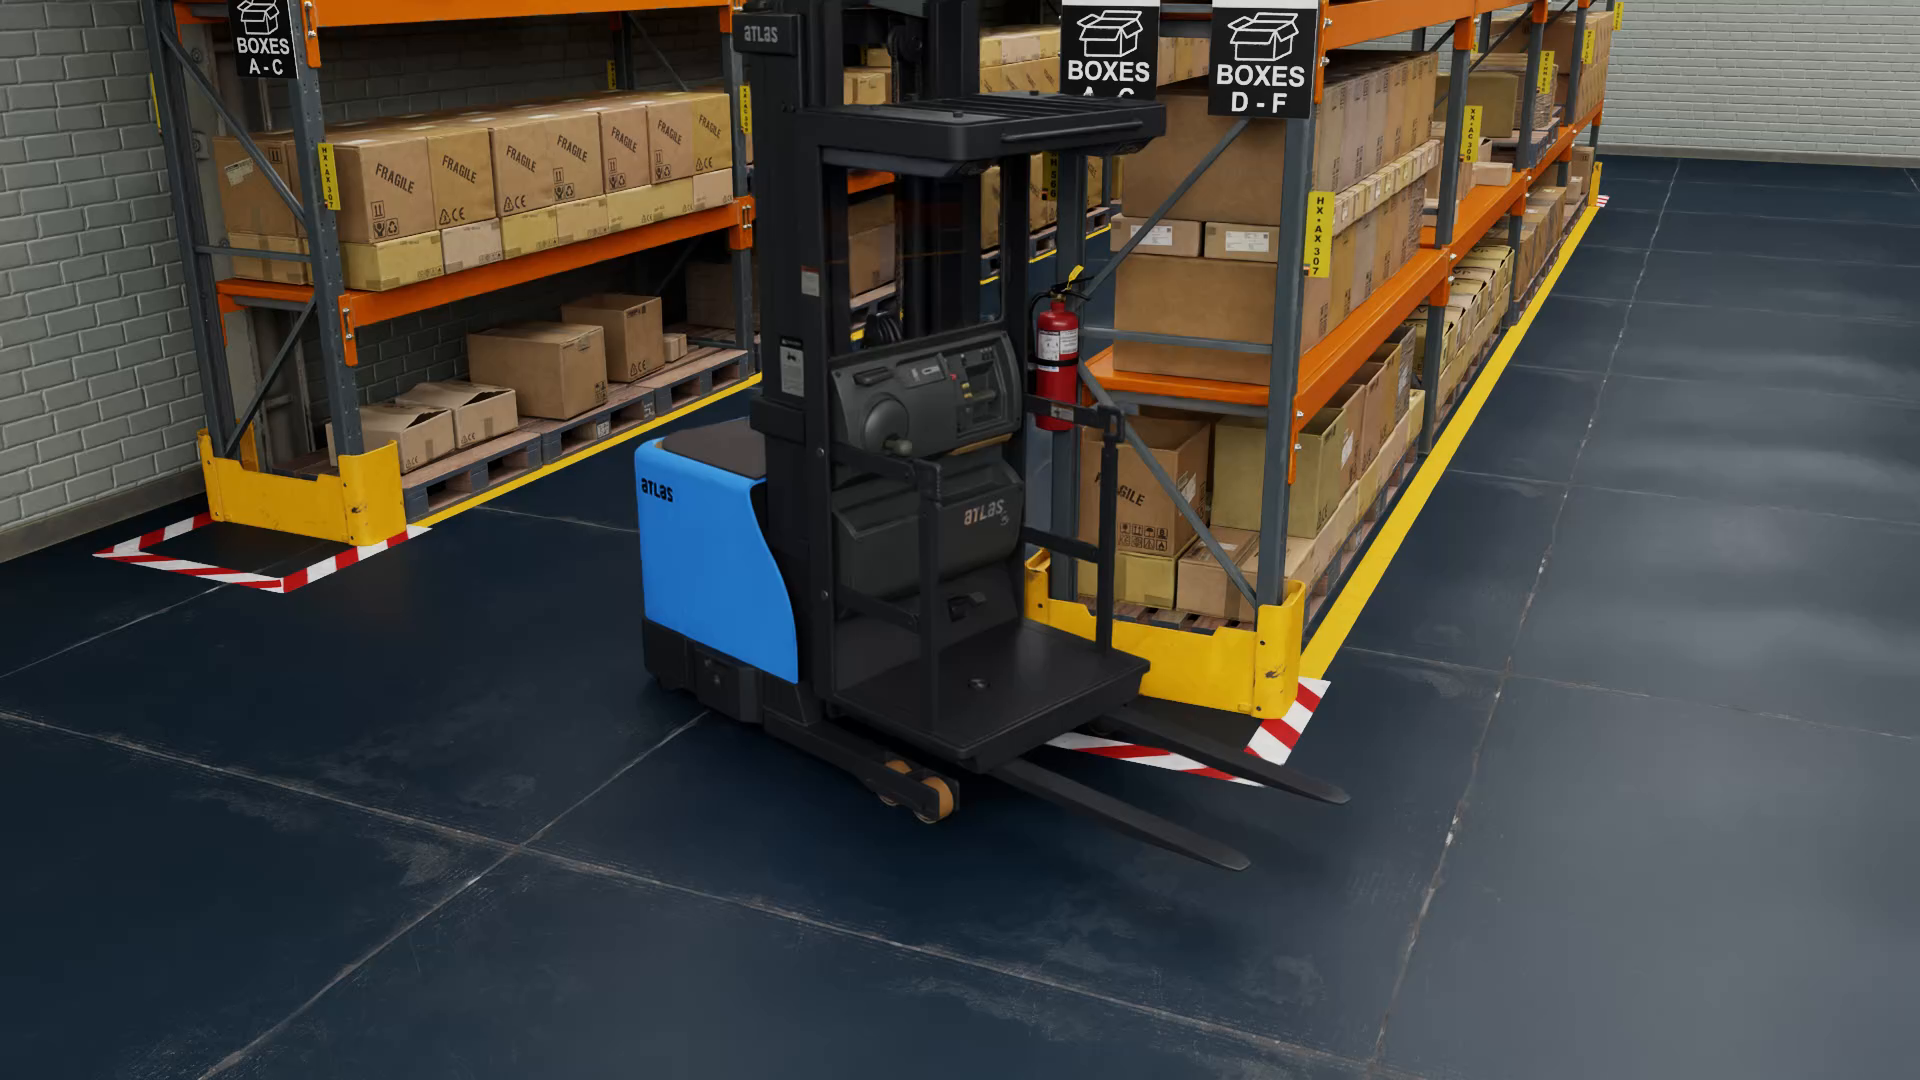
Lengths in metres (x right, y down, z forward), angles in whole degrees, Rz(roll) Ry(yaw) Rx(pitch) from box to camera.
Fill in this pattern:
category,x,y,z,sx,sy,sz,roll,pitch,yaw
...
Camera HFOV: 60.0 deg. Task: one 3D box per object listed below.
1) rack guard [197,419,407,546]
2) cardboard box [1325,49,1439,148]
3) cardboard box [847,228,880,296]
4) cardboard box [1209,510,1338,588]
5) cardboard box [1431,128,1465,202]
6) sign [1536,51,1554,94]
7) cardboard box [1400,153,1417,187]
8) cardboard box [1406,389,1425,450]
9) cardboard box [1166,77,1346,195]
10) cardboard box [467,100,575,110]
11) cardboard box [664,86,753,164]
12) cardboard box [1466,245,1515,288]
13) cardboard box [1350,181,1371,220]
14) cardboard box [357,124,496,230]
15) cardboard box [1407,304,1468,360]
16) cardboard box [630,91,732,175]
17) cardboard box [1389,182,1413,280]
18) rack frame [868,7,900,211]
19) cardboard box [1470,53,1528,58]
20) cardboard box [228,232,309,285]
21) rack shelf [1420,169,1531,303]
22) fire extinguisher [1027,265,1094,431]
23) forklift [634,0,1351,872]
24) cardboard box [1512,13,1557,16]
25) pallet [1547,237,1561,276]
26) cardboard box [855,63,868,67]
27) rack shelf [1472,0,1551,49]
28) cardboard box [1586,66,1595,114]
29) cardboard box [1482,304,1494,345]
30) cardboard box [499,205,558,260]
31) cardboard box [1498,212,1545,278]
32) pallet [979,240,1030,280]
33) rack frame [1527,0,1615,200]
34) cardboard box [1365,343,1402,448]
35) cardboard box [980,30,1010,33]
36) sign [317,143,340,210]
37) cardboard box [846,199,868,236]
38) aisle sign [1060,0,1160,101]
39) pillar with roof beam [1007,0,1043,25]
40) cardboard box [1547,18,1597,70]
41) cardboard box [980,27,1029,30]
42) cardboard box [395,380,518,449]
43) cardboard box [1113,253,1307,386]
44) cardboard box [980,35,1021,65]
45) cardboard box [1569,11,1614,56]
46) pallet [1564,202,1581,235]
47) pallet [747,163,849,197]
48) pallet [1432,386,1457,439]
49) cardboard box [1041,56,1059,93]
category,x,y,z,sx,sy,sz,roll,pitch,yaw
rack guard,-3.618,-0.327,9.143,1.175,0.500,0.348,9,21,23
cardboard box,2.333,-2.548,9.571,0.700,0.500,0.500,9,21,23
cardboard box,-1.115,-2.432,14.406,0.700,0.500,0.500,8,21,22
cardboard box,1.495,0.008,7.948,0.500,0.250,0.500,9,21,23
cardboard box,3.259,-2.620,11.710,0.500,0.500,0.500,9,21,23
sign,4.655,-3.719,13.222,0.100,0.325,0.005,9,21,23
cardboard box,2.279,-2.030,9.083,0.380,0.149,0.250,9,21,23
cardboard box,2.519,-0.757,10.097,0.500,0.250,0.500,9,21,23
cardboard box,1.306,-1.780,7.413,0.700,0.500,0.500,8,21,21
cardboard box,-2.819,-2.572,10.800,0.500,0.500,0.500,9,22,24
cardboard box,-1.772,-3.110,12.431,0.700,0.500,0.500,9,21,23
cardboard box,4.157,-2.221,13.379,0.500,0.311,0.500,9,22,24
cardboard box,1.754,-1.640,7.987,0.380,0.149,0.250,8,21,22
cardboard box,-2.968,-2.028,9.270,0.500,0.500,0.500,9,21,23
cardboard box,3.116,-1.437,11.173,0.500,0.311,0.500,8,21,22
cardboard box,-1.923,-2.810,11.468,0.500,0.500,0.500,8,21,23
cardboard box,2.123,-1.775,9.333,0.700,0.500,0.500,8,21,22
rack frame,-0.374,-3.927,15.535,1.000,3.000,0.127,9,21,23
cardboard box,5.387,-4.602,16.658,0.700,0.500,0.500,2,20,4
cardboard box,-3.635,-1.590,9.157,0.500,0.250,0.500,9,21,23
rack shelf,3.328,-2.298,12.029,1.077,0.370,4.000,9,21,23
fire extinguisher,0.399,-0.794,6.841,0.296,0.674,0.183,9,21,23
forklift,0.041,-0.544,6.125,3.031,2.935,1.130,18,26,41
cardboard box,6.584,-5.800,19.160,0.500,0.500,0.500,9,21,23
pallet,5.487,-2.904,16.819,1.003,0.211,1.213,9,21,23
cardboard box,-0.557,-4.037,15.037,0.700,0.500,0.500,6,20,16
rack shelf,3.328,-3.712,11.526,1.077,0.370,4.000,9,21,23
cardboard box,6.656,-4.947,18.252,0.500,0.500,0.500,8,21,22
cardboard box,3.738,-1.645,12.596,0.500,0.250,0.500,9,22,24
cardboard box,-2.746,-1.842,9.865,0.500,0.250,0.500,8,21,22
cardboard box,5.014,-2.692,15.135,0.500,0.500,0.500,8,21,22
pallet,0.018,-2.844,16.651,1.003,0.211,1.213,9,21,23
rack frame,7.423,-5.694,20.504,1.000,3.000,0.127,9,21,23
cardboard box,2.102,-0.805,9.114,0.500,0.500,0.500,9,21,23
cardboard box,0.212,-5.122,17.151,0.500,0.250,0.500,8,21,21
sign,-3.154,-1.815,8.305,0.100,0.325,0.005,9,21,23
cardboard box,-1.117,-2.759,14.206,0.500,0.250,0.500,8,21,22
aisle sign,0.576,-2.048,6.372,0.394,0.787,0.004,9,21,23
pillar with roof beam,4.689,-7.719,17.243,9.100,9.000,0.400,9,21,23
cardboard box,6.446,-5.253,17.622,0.500,0.500,0.500,8,21,21
cardboard box,0.430,-5.280,17.598,0.500,0.250,0.500,8,21,21
cardboard box,-3.051,-0.796,10.086,0.500,0.311,0.500,11,22,27
cardboard box,1.074,-0.991,7.130,0.700,0.500,0.500,9,21,23
cardboard box,0.267,-4.745,16.093,0.500,0.250,0.500,8,21,22
cardboard box,7.492,-6.039,19.831,0.500,0.500,0.500,8,21,22
pallet,6.566,-3.742,19.175,1.003,0.211,1.213,9,21,23
pallet,-1.566,-2.828,12.730,1.003,0.211,1.213,9,21,23
pallet,2.775,-0.943,11.305,1.003,0.211,1.213,9,21,23
cardboard box,0.692,-4.708,17.108,0.500,0.500,0.500,9,22,24
